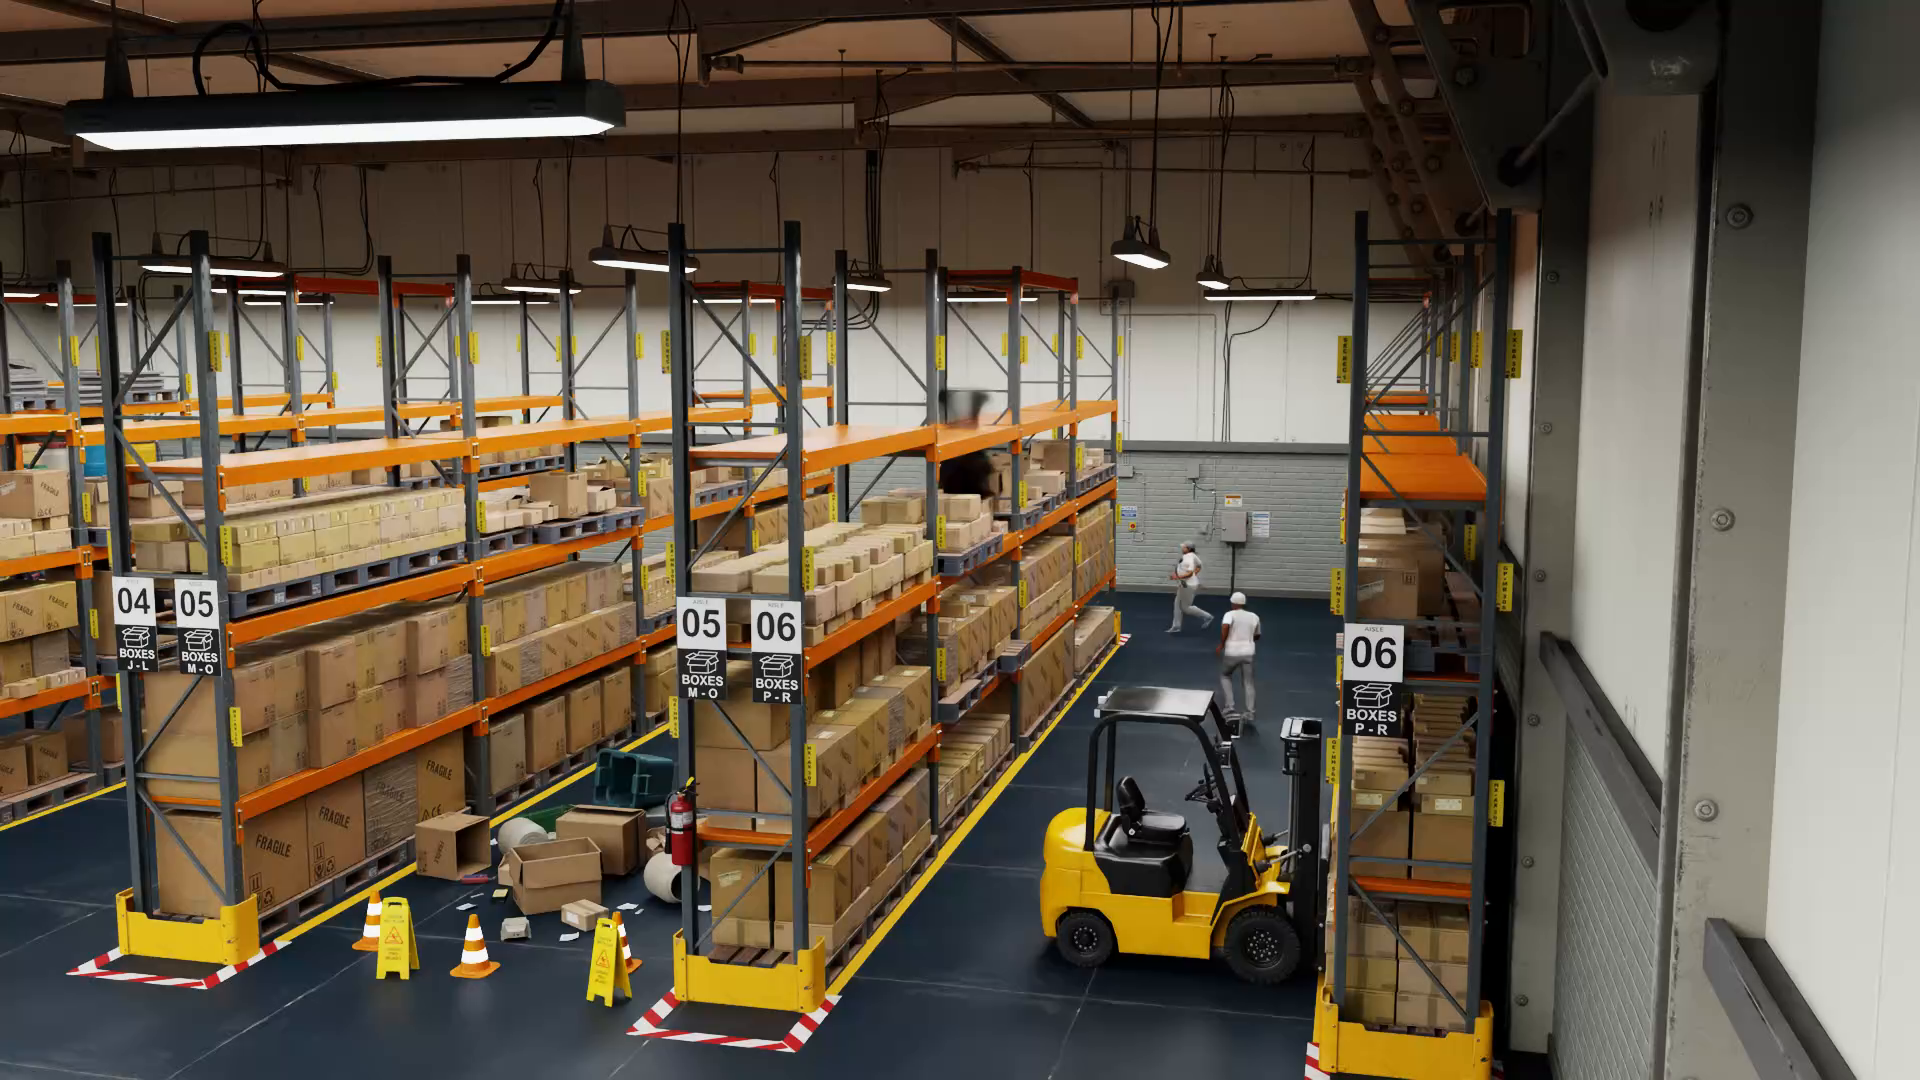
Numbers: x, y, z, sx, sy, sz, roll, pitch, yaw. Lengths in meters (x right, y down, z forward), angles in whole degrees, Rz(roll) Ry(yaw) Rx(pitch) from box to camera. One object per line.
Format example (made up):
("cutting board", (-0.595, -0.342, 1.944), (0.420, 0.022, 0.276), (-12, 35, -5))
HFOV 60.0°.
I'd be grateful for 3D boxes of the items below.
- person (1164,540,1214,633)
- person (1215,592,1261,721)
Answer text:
("person", (4.002, 0.832, 28.955), (0.877, 1.672, 0.615), (2, 7, 14))
("person", (3.768, 1.579, 22.507), (0.710, 1.716, 0.975), (-1, 7, -9))
